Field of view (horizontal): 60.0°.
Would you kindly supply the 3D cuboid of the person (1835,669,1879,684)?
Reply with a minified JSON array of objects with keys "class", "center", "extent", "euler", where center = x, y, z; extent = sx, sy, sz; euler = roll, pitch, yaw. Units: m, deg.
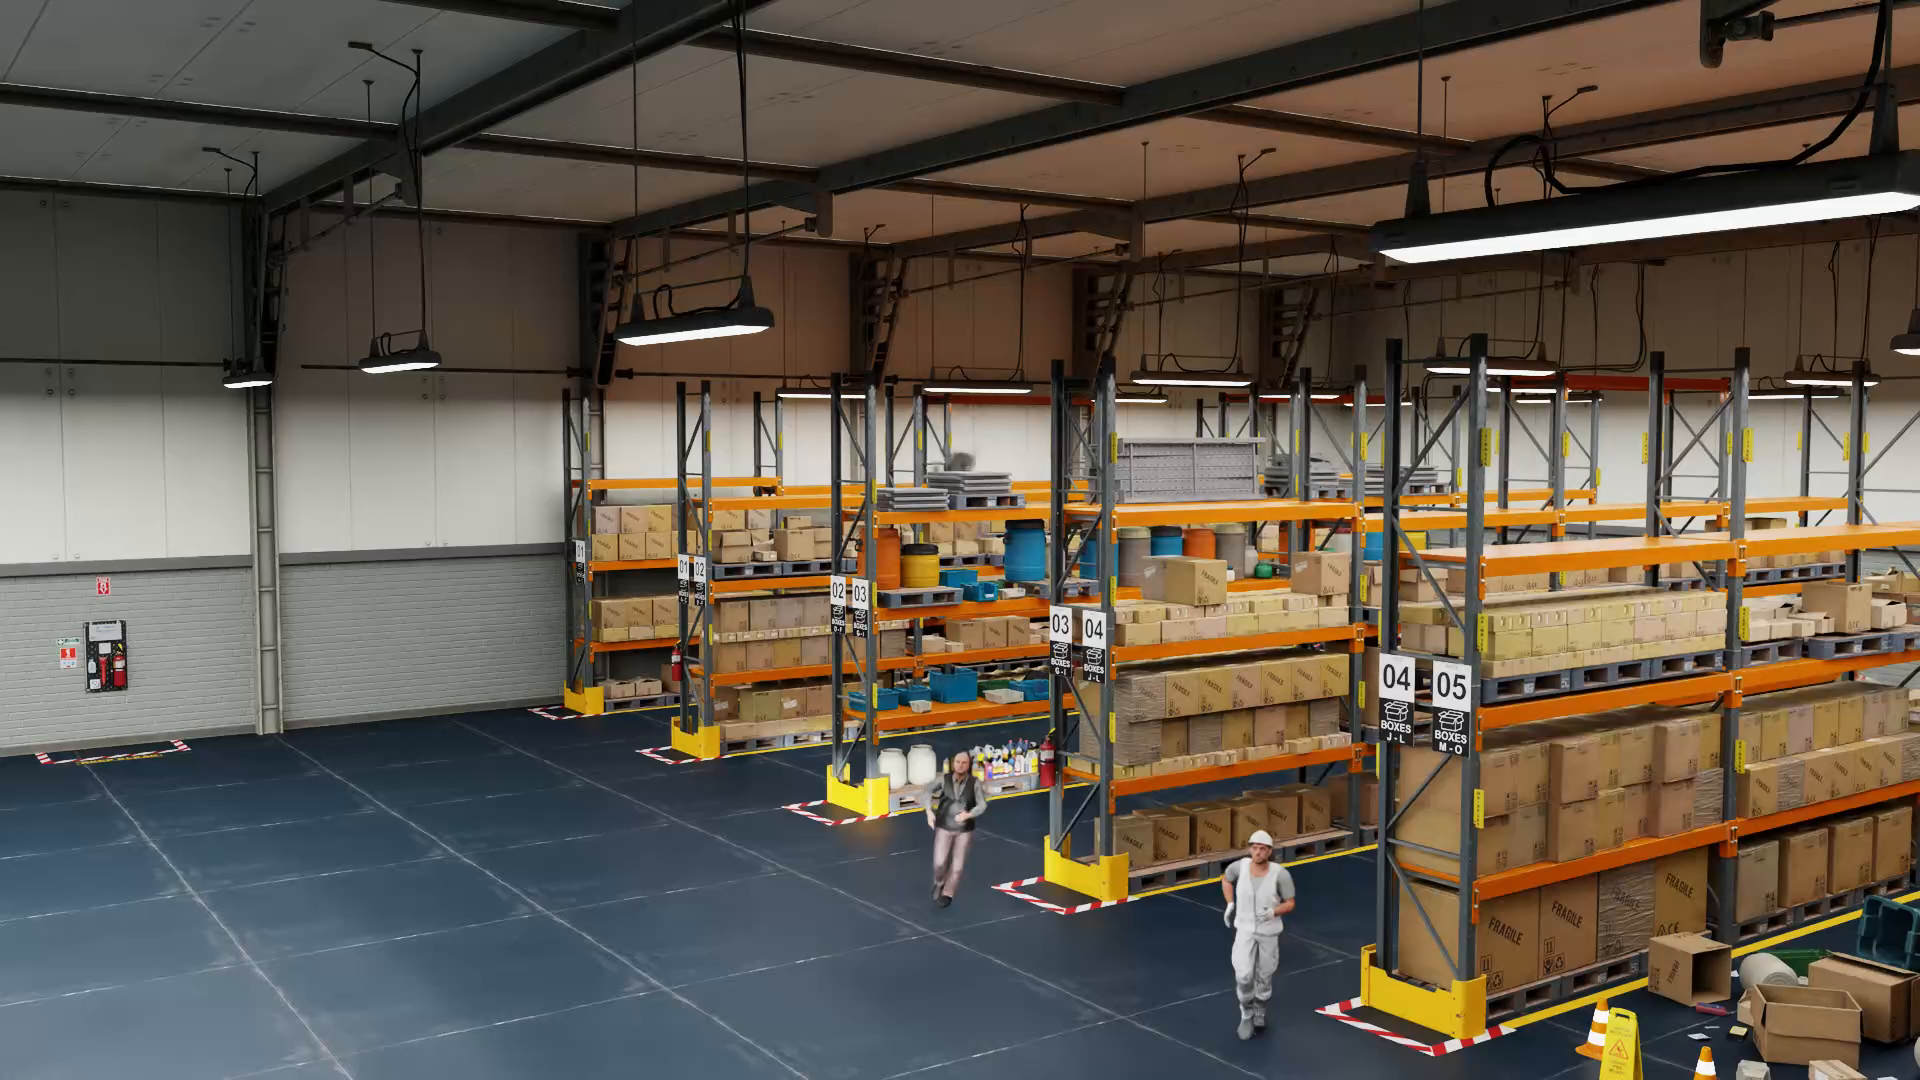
[{"class":"person","center":[13.458,2.675,25.088],"extent":[0.756,1.829,0.635],"euler":[-3,5,-36]}]

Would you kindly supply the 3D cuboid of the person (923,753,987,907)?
[{"class":"person","center":[-0.052,3.168,18.118],"extent":[0.694,1.680,0.523],"euler":[0,4,-3]}]

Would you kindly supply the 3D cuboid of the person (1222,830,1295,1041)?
[{"class":"person","center":[2.532,3.367,14.208],"extent":[0.647,1.804,0.678],"euler":[1,4,16]}]
